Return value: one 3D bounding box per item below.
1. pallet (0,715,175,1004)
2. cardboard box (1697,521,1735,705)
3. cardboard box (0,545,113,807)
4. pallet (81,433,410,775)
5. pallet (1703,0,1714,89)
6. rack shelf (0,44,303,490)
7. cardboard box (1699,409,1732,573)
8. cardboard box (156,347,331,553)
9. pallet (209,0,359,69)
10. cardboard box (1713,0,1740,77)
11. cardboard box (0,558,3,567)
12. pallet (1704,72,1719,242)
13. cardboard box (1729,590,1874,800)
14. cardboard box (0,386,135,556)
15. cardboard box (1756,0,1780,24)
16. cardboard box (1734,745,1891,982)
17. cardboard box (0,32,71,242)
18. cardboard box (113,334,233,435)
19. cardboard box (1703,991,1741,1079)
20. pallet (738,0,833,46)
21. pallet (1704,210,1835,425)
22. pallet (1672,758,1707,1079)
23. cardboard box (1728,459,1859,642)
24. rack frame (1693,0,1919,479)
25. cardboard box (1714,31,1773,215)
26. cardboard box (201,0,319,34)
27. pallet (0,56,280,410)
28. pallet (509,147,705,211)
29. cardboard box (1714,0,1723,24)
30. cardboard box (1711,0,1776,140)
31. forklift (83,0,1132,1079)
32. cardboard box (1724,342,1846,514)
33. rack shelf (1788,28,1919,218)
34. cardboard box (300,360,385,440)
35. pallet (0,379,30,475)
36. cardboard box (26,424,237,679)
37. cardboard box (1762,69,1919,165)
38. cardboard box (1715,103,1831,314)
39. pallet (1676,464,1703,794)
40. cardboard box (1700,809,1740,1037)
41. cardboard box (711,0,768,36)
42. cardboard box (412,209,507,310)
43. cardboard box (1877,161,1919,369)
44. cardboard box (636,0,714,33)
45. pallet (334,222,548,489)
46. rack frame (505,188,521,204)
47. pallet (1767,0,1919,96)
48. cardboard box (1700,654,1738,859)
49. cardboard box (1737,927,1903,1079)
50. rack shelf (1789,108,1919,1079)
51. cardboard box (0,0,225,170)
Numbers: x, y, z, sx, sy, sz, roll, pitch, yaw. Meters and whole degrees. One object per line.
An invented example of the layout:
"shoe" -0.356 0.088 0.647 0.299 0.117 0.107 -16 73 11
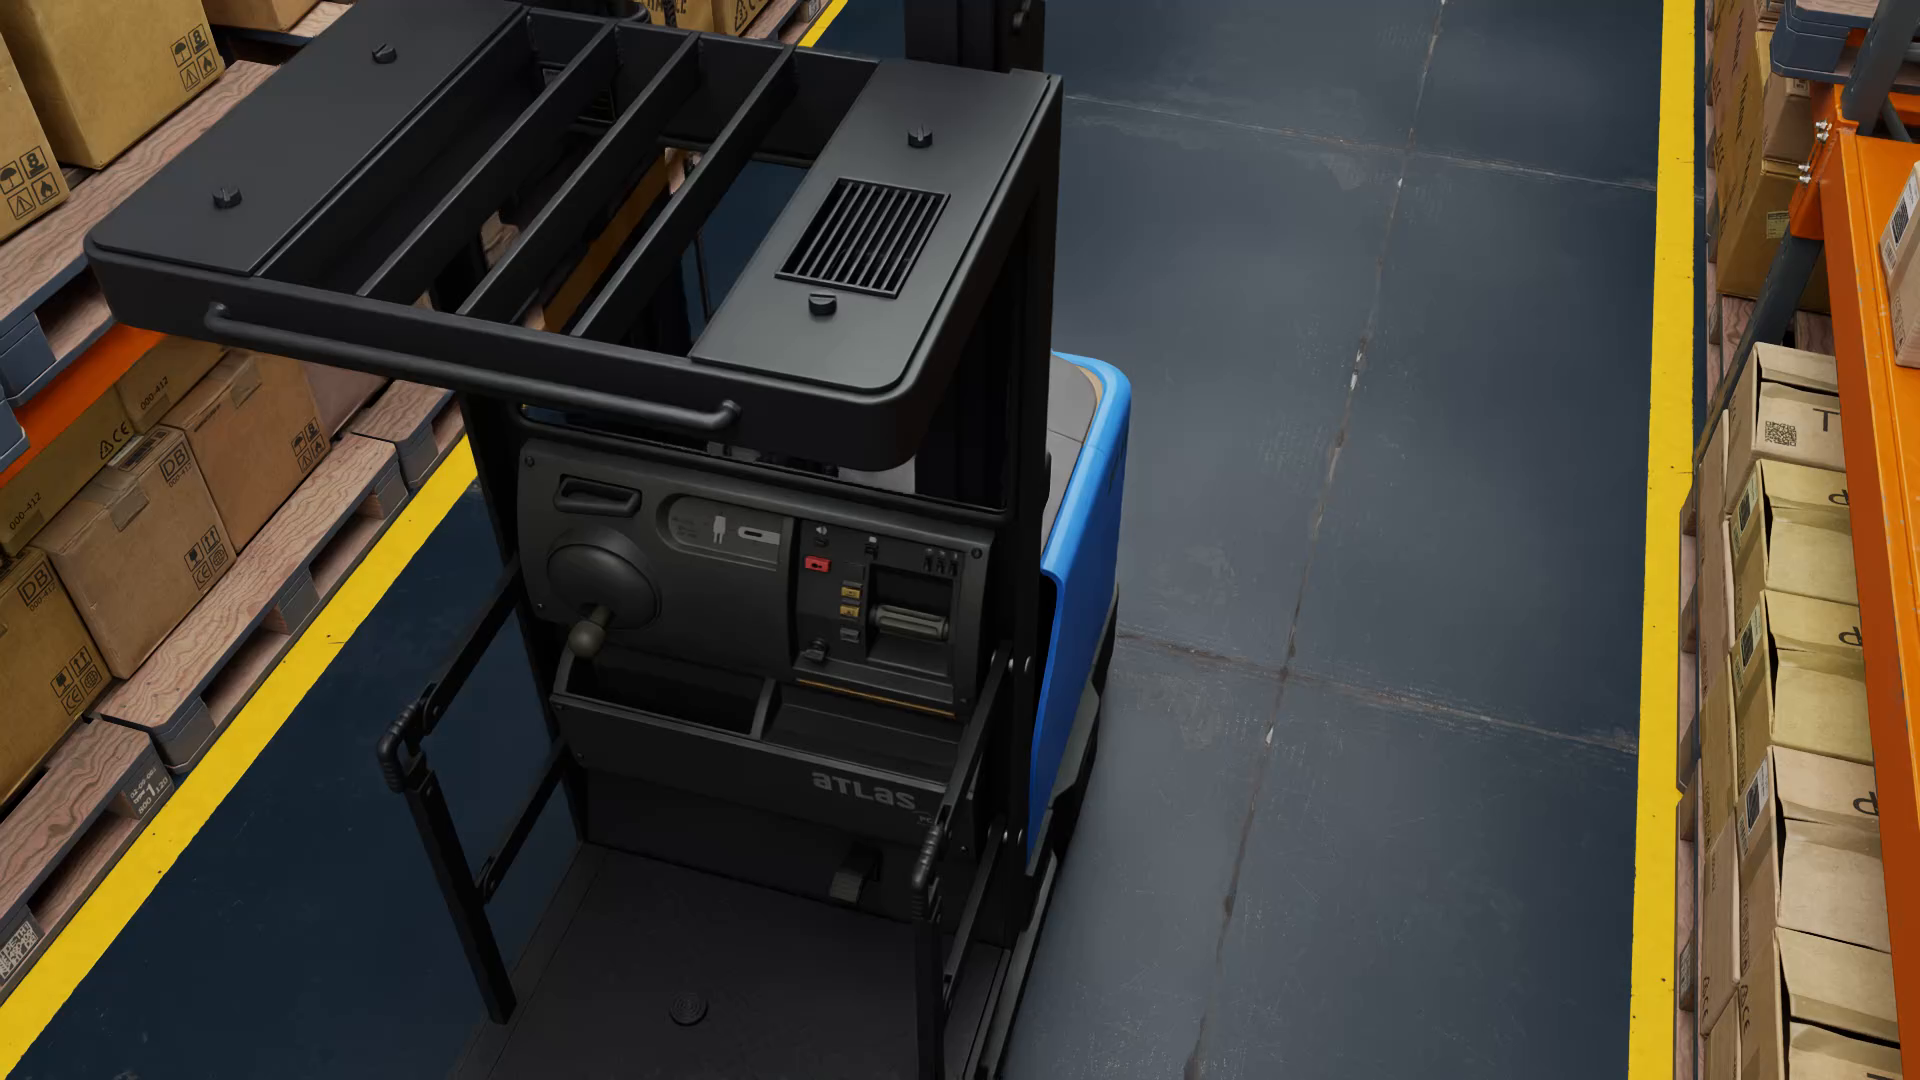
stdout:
"pallet" -2.799 0.887 4.192 1.003 0.211 1.213 13 46 13
"cardboard box" 2.310 0.245 4.521 0.500 0.250 0.500 11 46 11
"cardboard box" -2.718 0.297 4.275 0.700 0.500 0.500 12 46 12
"pallet" -2.432 0.071 5.026 1.003 0.211 1.213 13 46 13
"pallet" 3.901 -2.329 7.479 1.003 0.211 1.213 13 46 13
"rack shelf" -2.428 -0.666 4.300 1.077 0.370 4.000 13 46 13
"cardboard box" 2.461 -0.090 4.863 0.500 0.250 0.500 12 46 12
"cardboard box" -2.381 -0.373 4.960 0.700 0.500 0.500 12 46 12
"pallet" -1.937 -1.690 4.970 1.213 0.211 1.003 13 46 13
"cardboard box" 3.423 -2.180 6.805 0.500 0.500 0.500 13 46 13
"cardboard box" -2.697 0.090 3.950 0.500 0.250 0.500 12 46 12
"pallet" 3.533 -1.513 6.646 1.003 0.211 1.213 13 46 13
"cardboard box" 2.154 0.401 3.960 0.500 0.311 0.500 11 46 11
"cardboard box" -2.543 -0.258 4.306 0.500 0.250 0.500 11 46 11
"cardboard box" 3.278 -2.136 6.225 0.500 0.250 0.500 12 46 12
"cardboard box" 1.999 0.744 3.610 0.500 0.311 0.500 12 46 12
"cardboard box" -2.501 -0.932 3.671 0.700 0.500 0.500 19 47 18
"cardboard box" -2.374 -0.587 4.641 0.500 0.250 0.500 12 46 12
"cardboard box" 1.847 1.273 3.470 0.500 0.250 0.500 13 46 13
"pallet" -1.141 -2.580 7.735 1.003 0.211 1.213 13 46 13
"pallet" 3.162 -0.703 5.817 1.003 0.211 1.213 13 46 13
"pallet" 2.242 1.138 3.936 1.003 0.211 1.213 13 46 13
"cardboard box" 2.310 0.061 4.307 0.500 0.311 0.500 11 46 12
"rack frame" 2.900 -1.210 4.342 1.000 3.000 0.127 13 46 13
"cardboard box" 3.116 -1.492 6.102 0.500 0.500 0.500 11 45 11
"cardboard box" -2.099 -1.756 4.513 0.700 0.500 0.500 9 45 9
"pallet" -2.383 -0.860 4.121 1.003 0.211 1.213 13 46 13
"pallet" -1.512 -1.769 6.907 1.003 0.211 1.213 13 46 13
"cardboard box" 3.581 -2.511 7.144 0.500 0.500 0.500 13 46 13
"cardboard box" 3.269 -1.843 6.461 0.500 0.500 0.500 11 45 11
"forklift" -0.457 0.172 2.979 1.130 2.935 3.031 12 46 12
"cardboard box" 2.461 -0.291 4.667 0.500 0.311 0.500 14 46 14
"rack shelf" 3.505 -2.286 5.955 1.077 0.370 4.000 13 46 13
"cardboard box" -2.258 -0.711 5.304 0.700 0.500 0.500 12 46 12
"pallet" -2.664 0.000 3.243 1.003 0.211 1.213 13 46 13
"cardboard box" -2.525 -0.035 4.614 0.700 0.500 0.500 13 46 13
"cardboard box" 2.972 -1.453 5.527 0.500 0.250 0.500 14 46 14
"cardboard box" 2.959 -1.147 5.750 0.500 0.500 0.500 14 46 14
"pallet" 2.613 0.327 4.764 1.003 0.211 1.213 13 46 13
"cardboard box" 2.003 0.935 3.816 0.500 0.250 0.500 13 46 13
"cardboard box" -1.203 -2.683 7.084 0.750 0.750 0.750 12 46 12
"cardboard box" -1.991 -1.029 5.630 0.700 0.500 0.500 13 46 13
"cardboard box" 2.444 -0.623 3.805 0.500 0.311 0.500 12 46 12
"cardboard box" -1.475 -2.101 6.489 0.750 0.750 0.750 12 46 12
"pallet" -2.060 -0.739 5.854 1.003 0.211 1.213 13 46 13
"rack frame" -1.822 -2.256 5.411 1.000 3.000 0.127 13 46 13
"pallet" 3.038 -1.608 4.886 1.213 0.211 1.003 13 46 13
"cardboard box" 2.158 0.593 4.165 0.500 0.250 0.500 11 46 11
"cardboard box" 1.843 1.078 3.269 0.500 0.311 0.500 12 46 12
"rack shelf" 2.294 0.381 3.231 1.077 0.370 4.000 13 46 13
"cardboard box" -2.311 -1.299 4.047 0.700 0.500 0.500 13 46 13
